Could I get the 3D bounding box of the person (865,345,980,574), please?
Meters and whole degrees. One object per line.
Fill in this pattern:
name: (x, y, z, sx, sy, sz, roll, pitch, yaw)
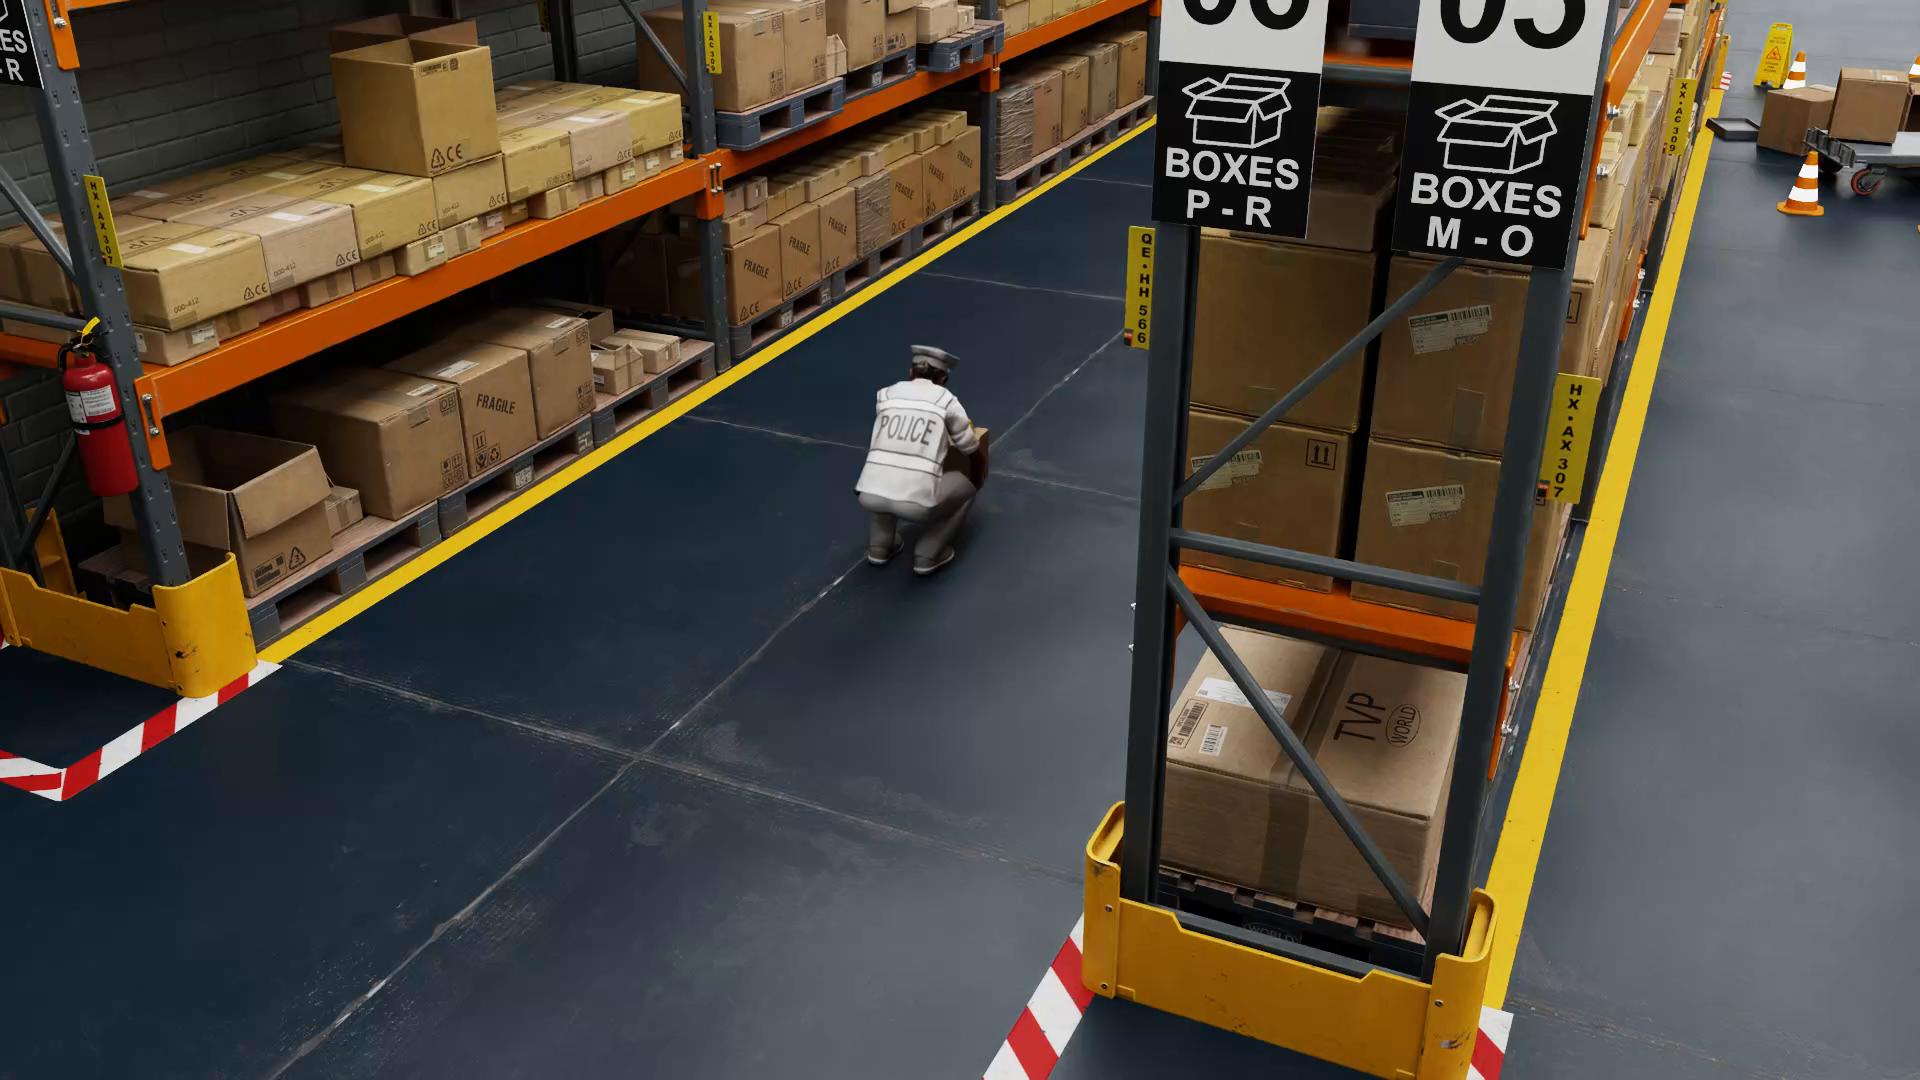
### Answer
person: (-0.184, -0.395, 7.736, 0.491, 0.947, 0.713, 11, 29, 22)
